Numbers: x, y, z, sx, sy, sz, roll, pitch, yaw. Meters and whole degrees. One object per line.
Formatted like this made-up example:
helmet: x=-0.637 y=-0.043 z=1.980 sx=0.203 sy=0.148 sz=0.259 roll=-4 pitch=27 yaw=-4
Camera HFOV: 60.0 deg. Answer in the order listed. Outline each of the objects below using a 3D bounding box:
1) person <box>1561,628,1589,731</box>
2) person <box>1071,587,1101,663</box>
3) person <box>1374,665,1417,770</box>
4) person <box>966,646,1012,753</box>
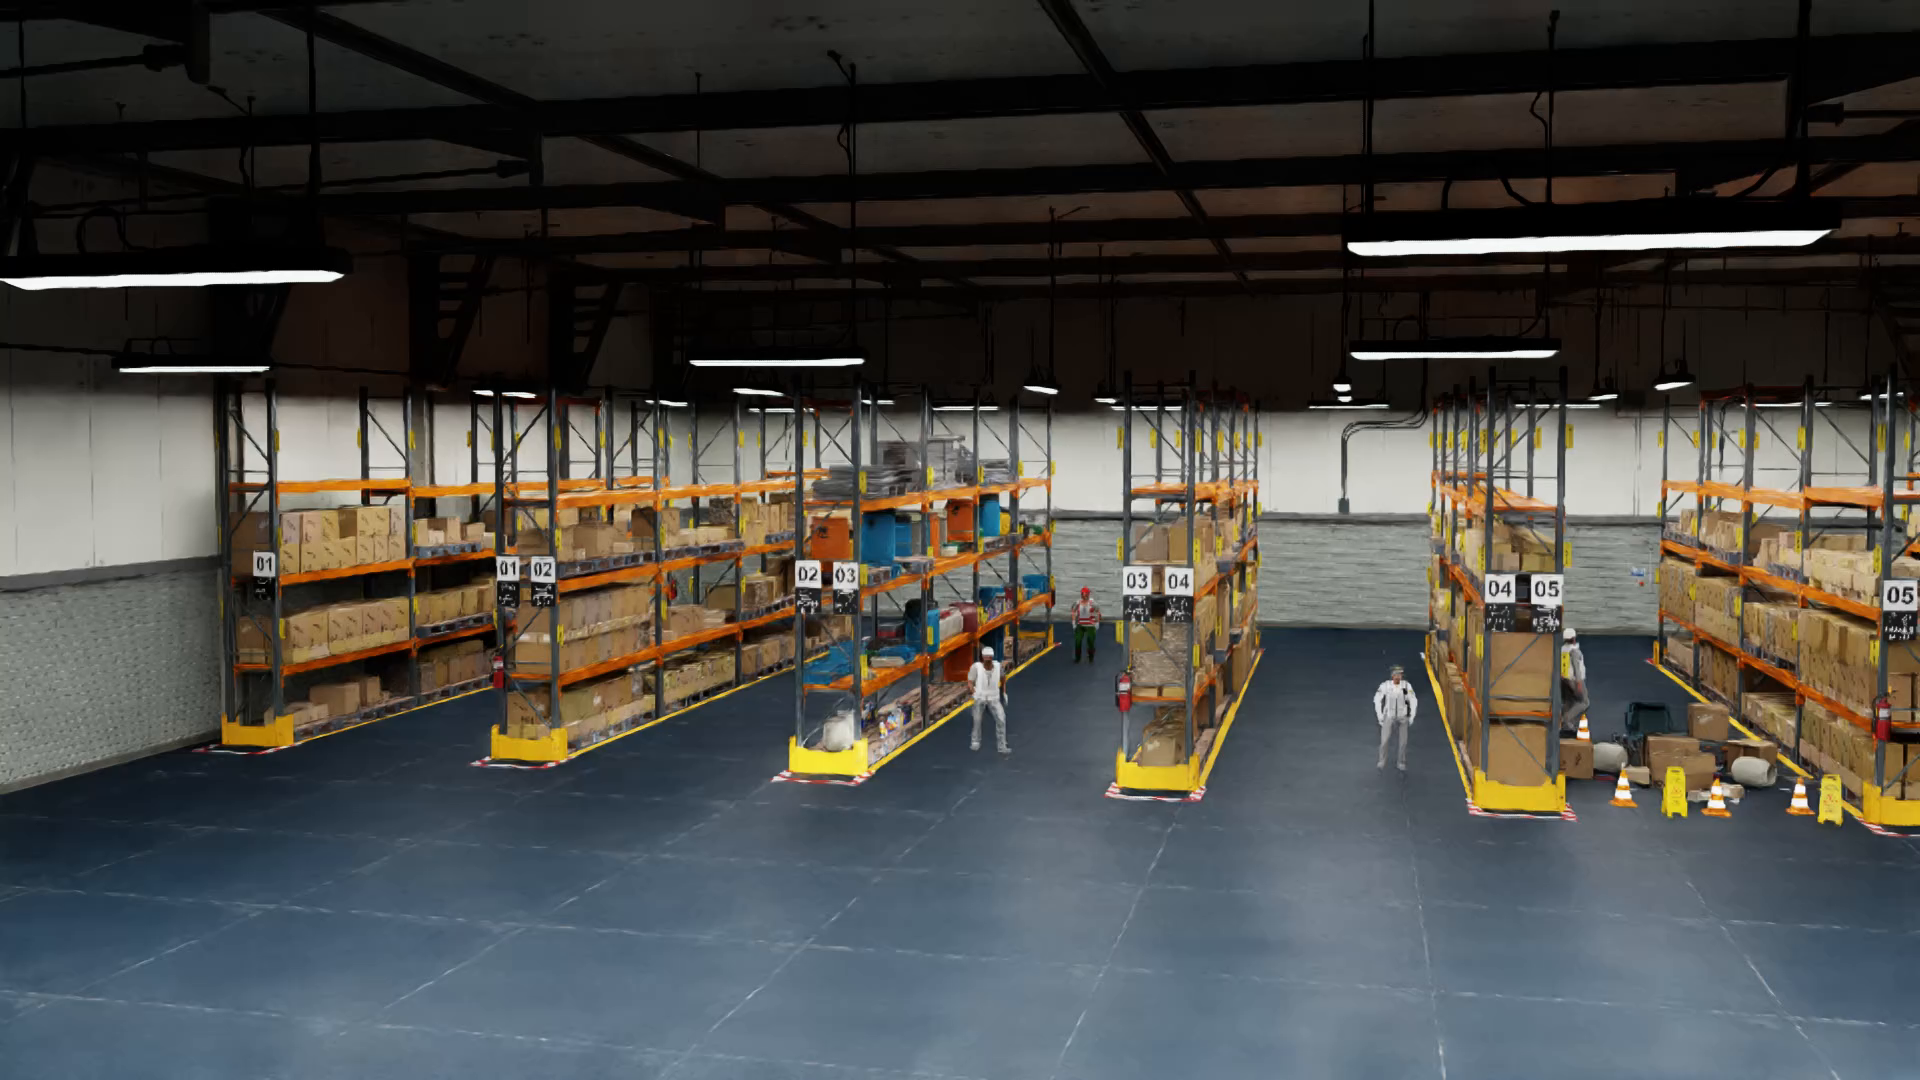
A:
person: x=10.508 y=2.401 z=28.586 sx=0.447 sy=1.770 sz=0.569 roll=-1 pitch=3 yaw=-11
person: x=2.807 y=1.906 z=37.241 sx=0.677 sy=1.742 sz=0.552 roll=1 pitch=3 yaw=11
person: x=6.608 y=2.682 z=25.242 sx=0.639 sy=1.627 sz=0.512 roll=1 pitch=3 yaw=11
person: x=0.438 y=2.536 z=26.600 sx=0.696 sy=1.717 sz=0.798 roll=0 pitch=3 yaw=-7
